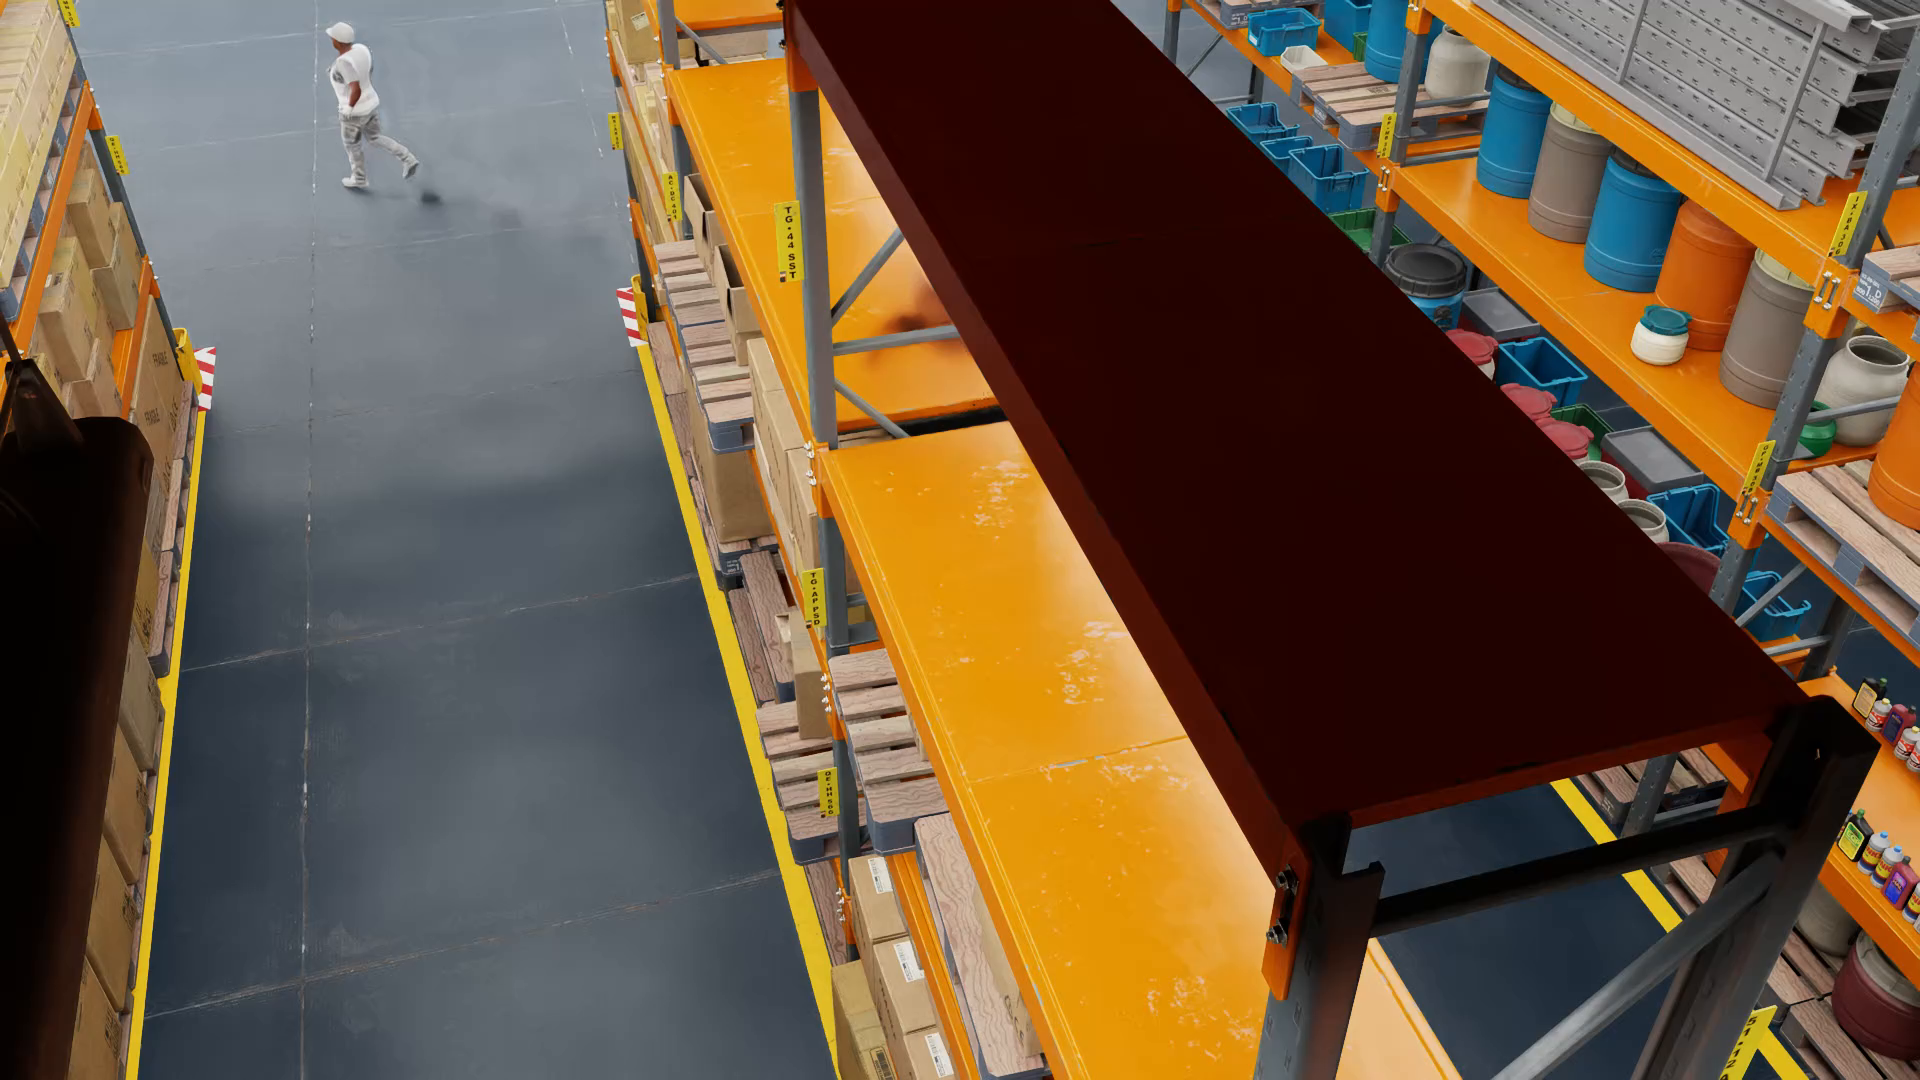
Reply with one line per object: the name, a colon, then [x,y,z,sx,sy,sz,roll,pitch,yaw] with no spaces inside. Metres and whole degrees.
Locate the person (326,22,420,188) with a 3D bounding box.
person: [-6.073,-4.402,16.933,0.896,1.765,0.696,8,39,10]
